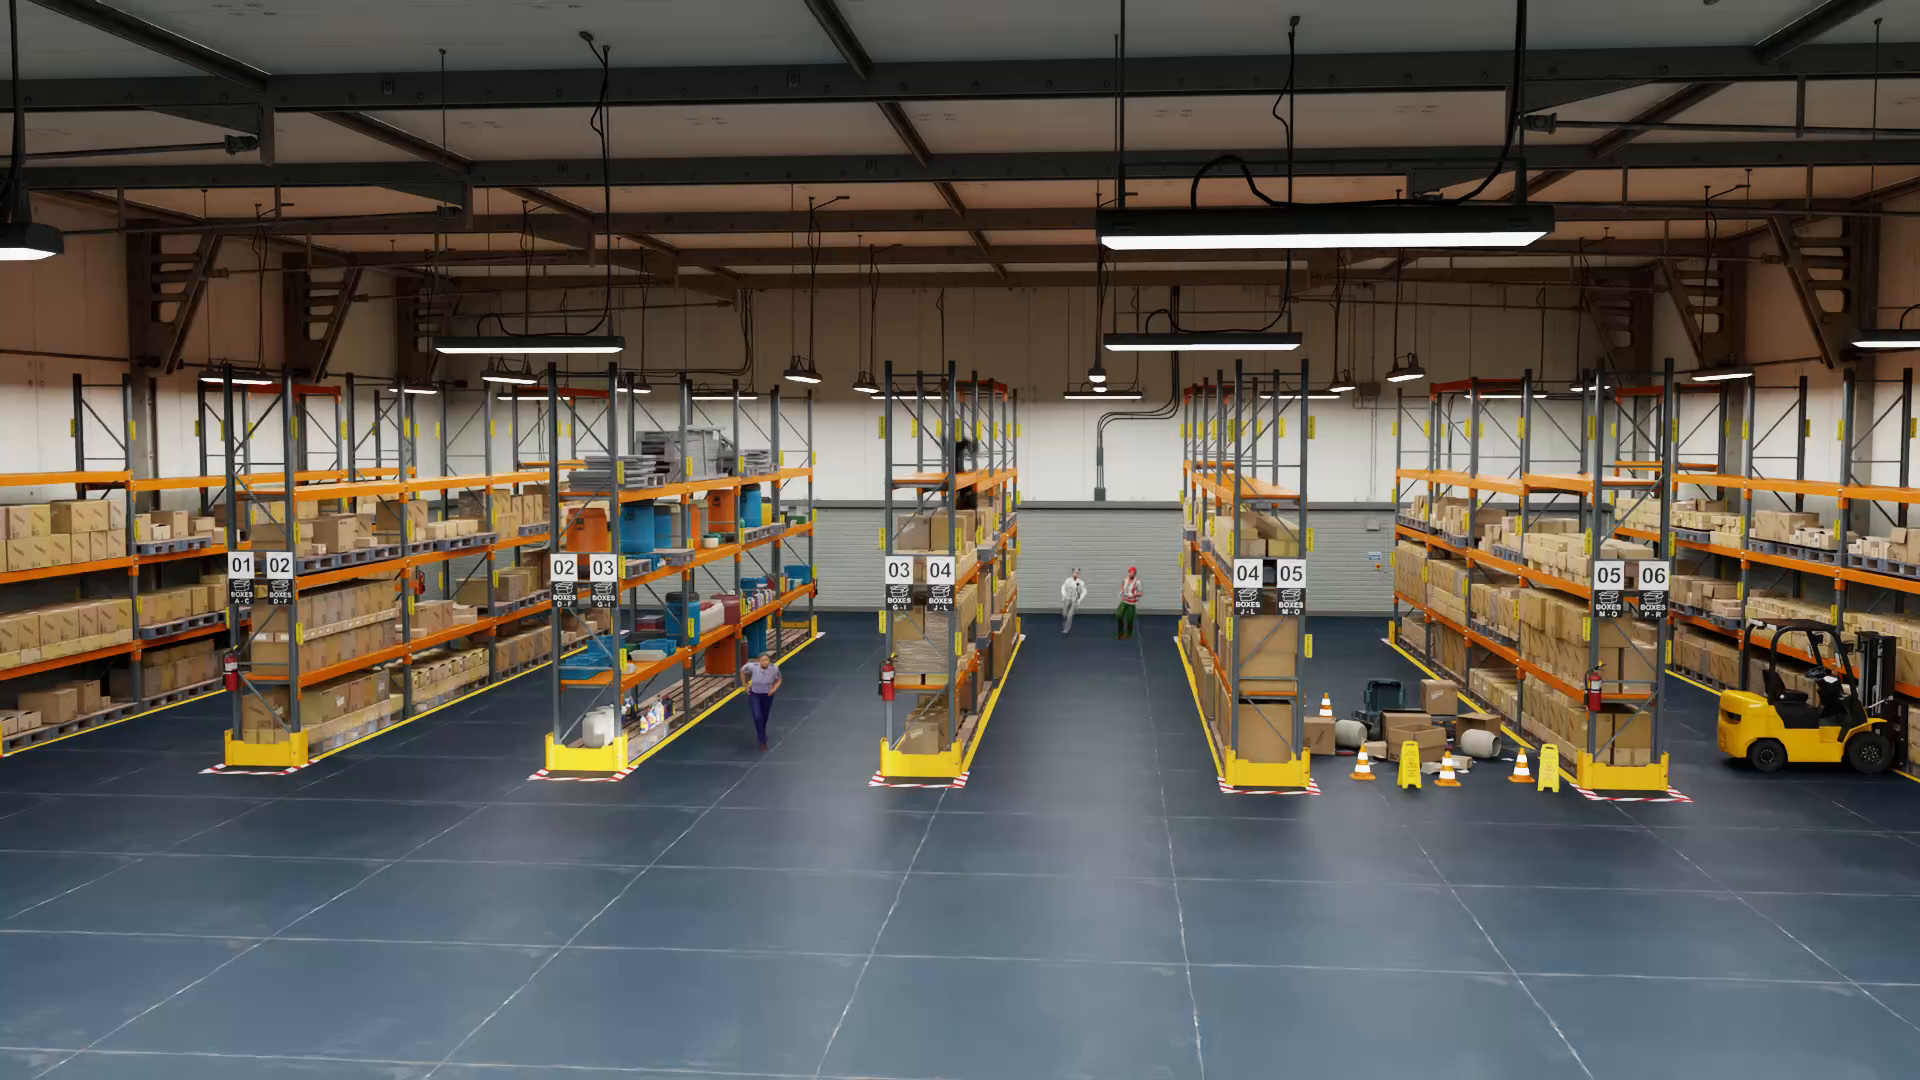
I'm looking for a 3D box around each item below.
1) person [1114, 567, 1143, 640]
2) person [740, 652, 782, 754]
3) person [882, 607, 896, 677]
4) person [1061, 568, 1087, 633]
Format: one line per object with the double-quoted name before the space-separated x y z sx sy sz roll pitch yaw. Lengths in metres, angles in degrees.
"person" 4.065 1.521 39.681 0.710 1.789 0.681 2 4 31
"person" -3.137 2.524 26.202 0.650 1.619 0.937 -1 4 -11
"person" -1.348 1.939 34.117 0.580 1.699 0.897 1 4 12
"person" 2.816 1.485 41.122 0.661 1.637 0.534 1 4 16
